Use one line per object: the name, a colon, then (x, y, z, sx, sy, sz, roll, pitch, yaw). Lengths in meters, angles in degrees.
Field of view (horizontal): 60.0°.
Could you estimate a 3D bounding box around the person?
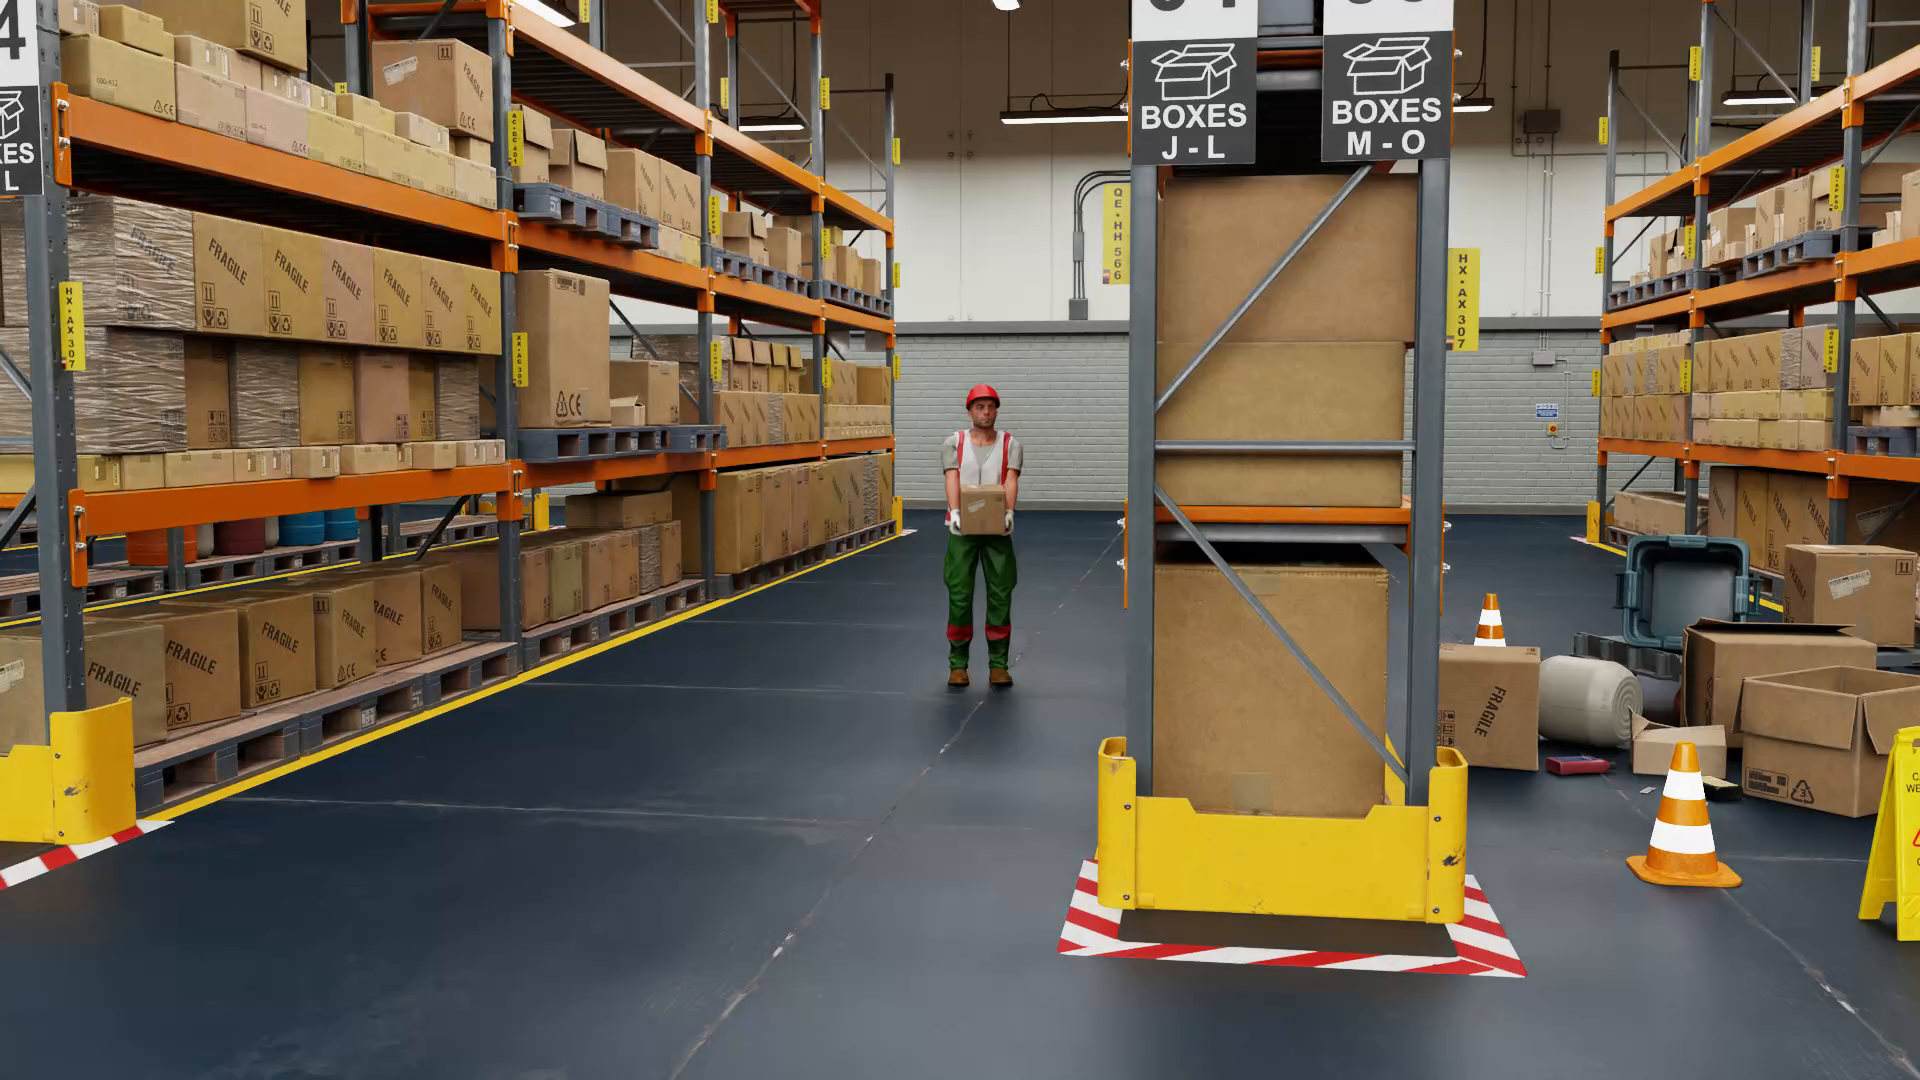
person: (0.136, -0.030, 9.826, 0.494, 1.784, 0.554, 0, 4, -2)
